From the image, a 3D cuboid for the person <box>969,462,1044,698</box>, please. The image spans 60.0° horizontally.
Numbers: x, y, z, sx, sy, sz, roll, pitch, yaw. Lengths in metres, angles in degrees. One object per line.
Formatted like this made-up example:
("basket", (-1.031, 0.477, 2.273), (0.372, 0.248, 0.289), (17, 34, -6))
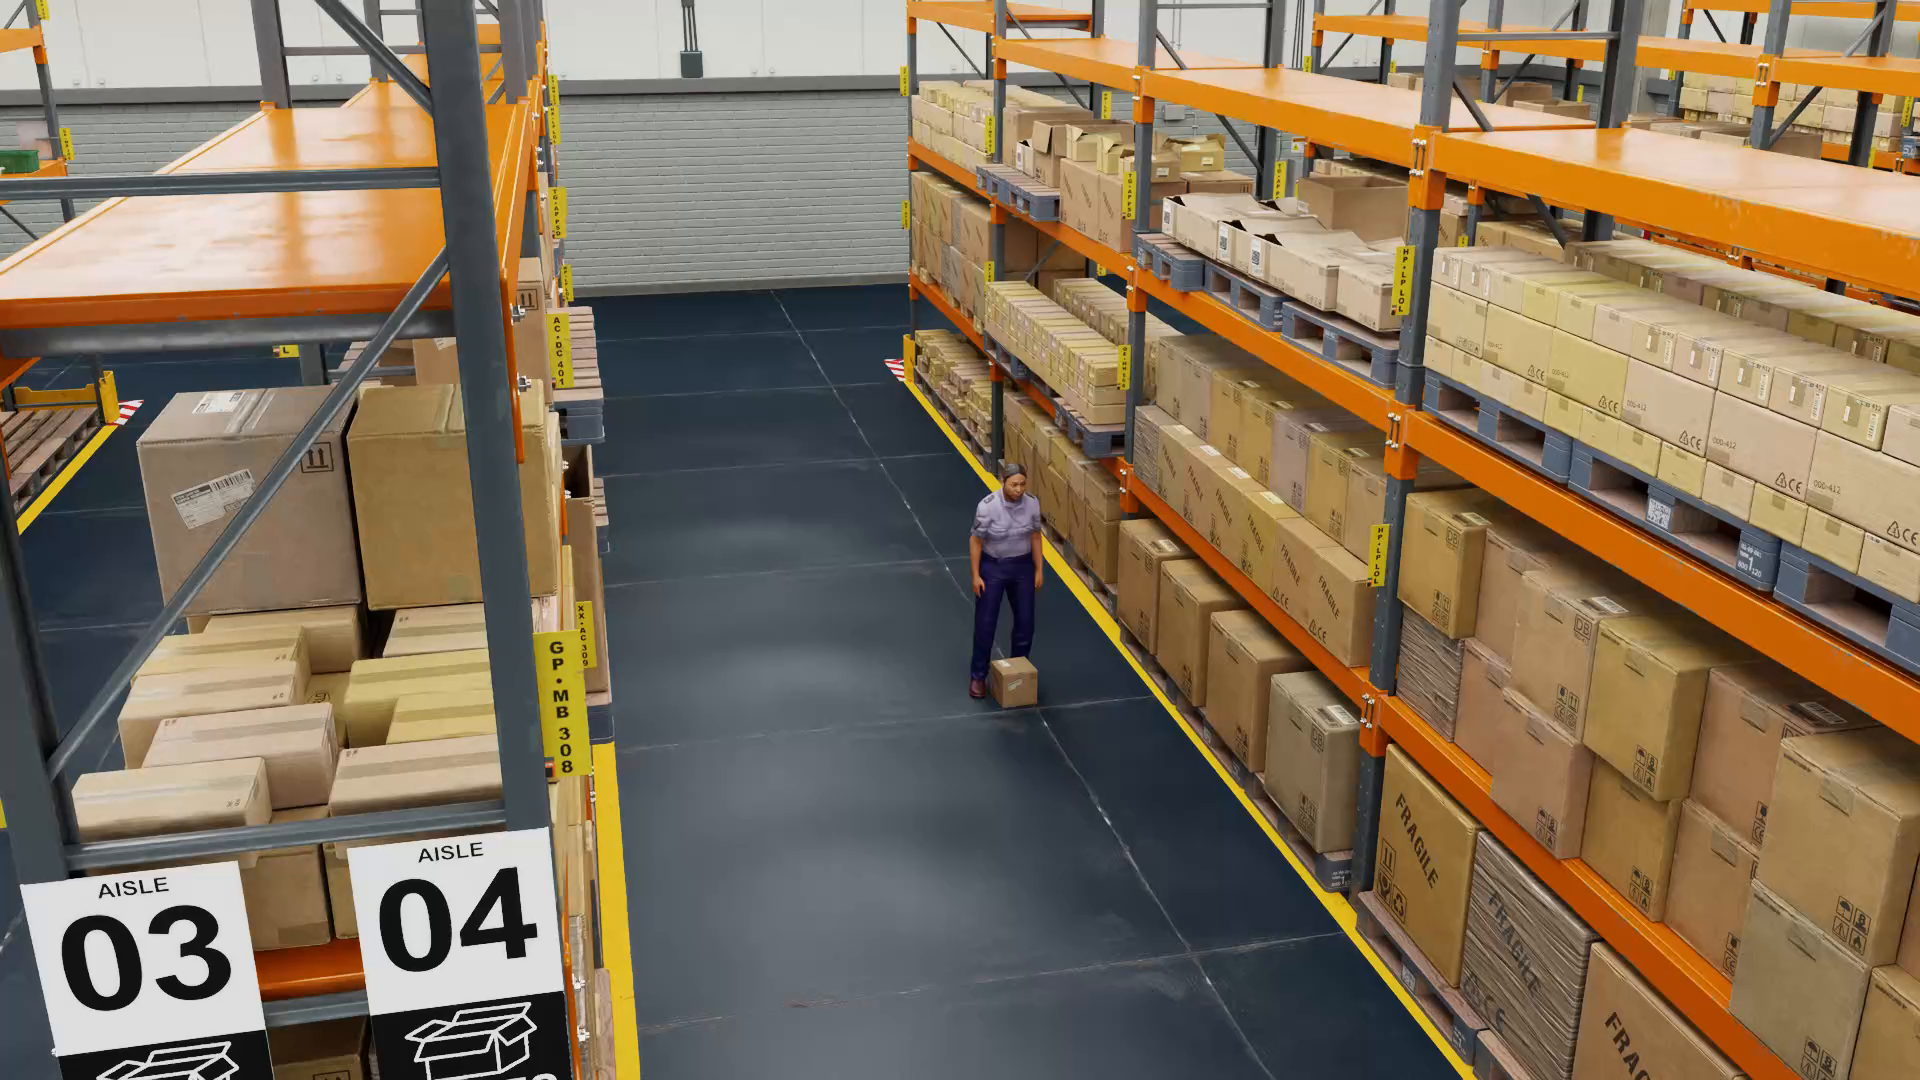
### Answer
("person", (0.307, 0.243, 11.407), (0.565, 1.651, 0.373), (-6, 21, -16))
